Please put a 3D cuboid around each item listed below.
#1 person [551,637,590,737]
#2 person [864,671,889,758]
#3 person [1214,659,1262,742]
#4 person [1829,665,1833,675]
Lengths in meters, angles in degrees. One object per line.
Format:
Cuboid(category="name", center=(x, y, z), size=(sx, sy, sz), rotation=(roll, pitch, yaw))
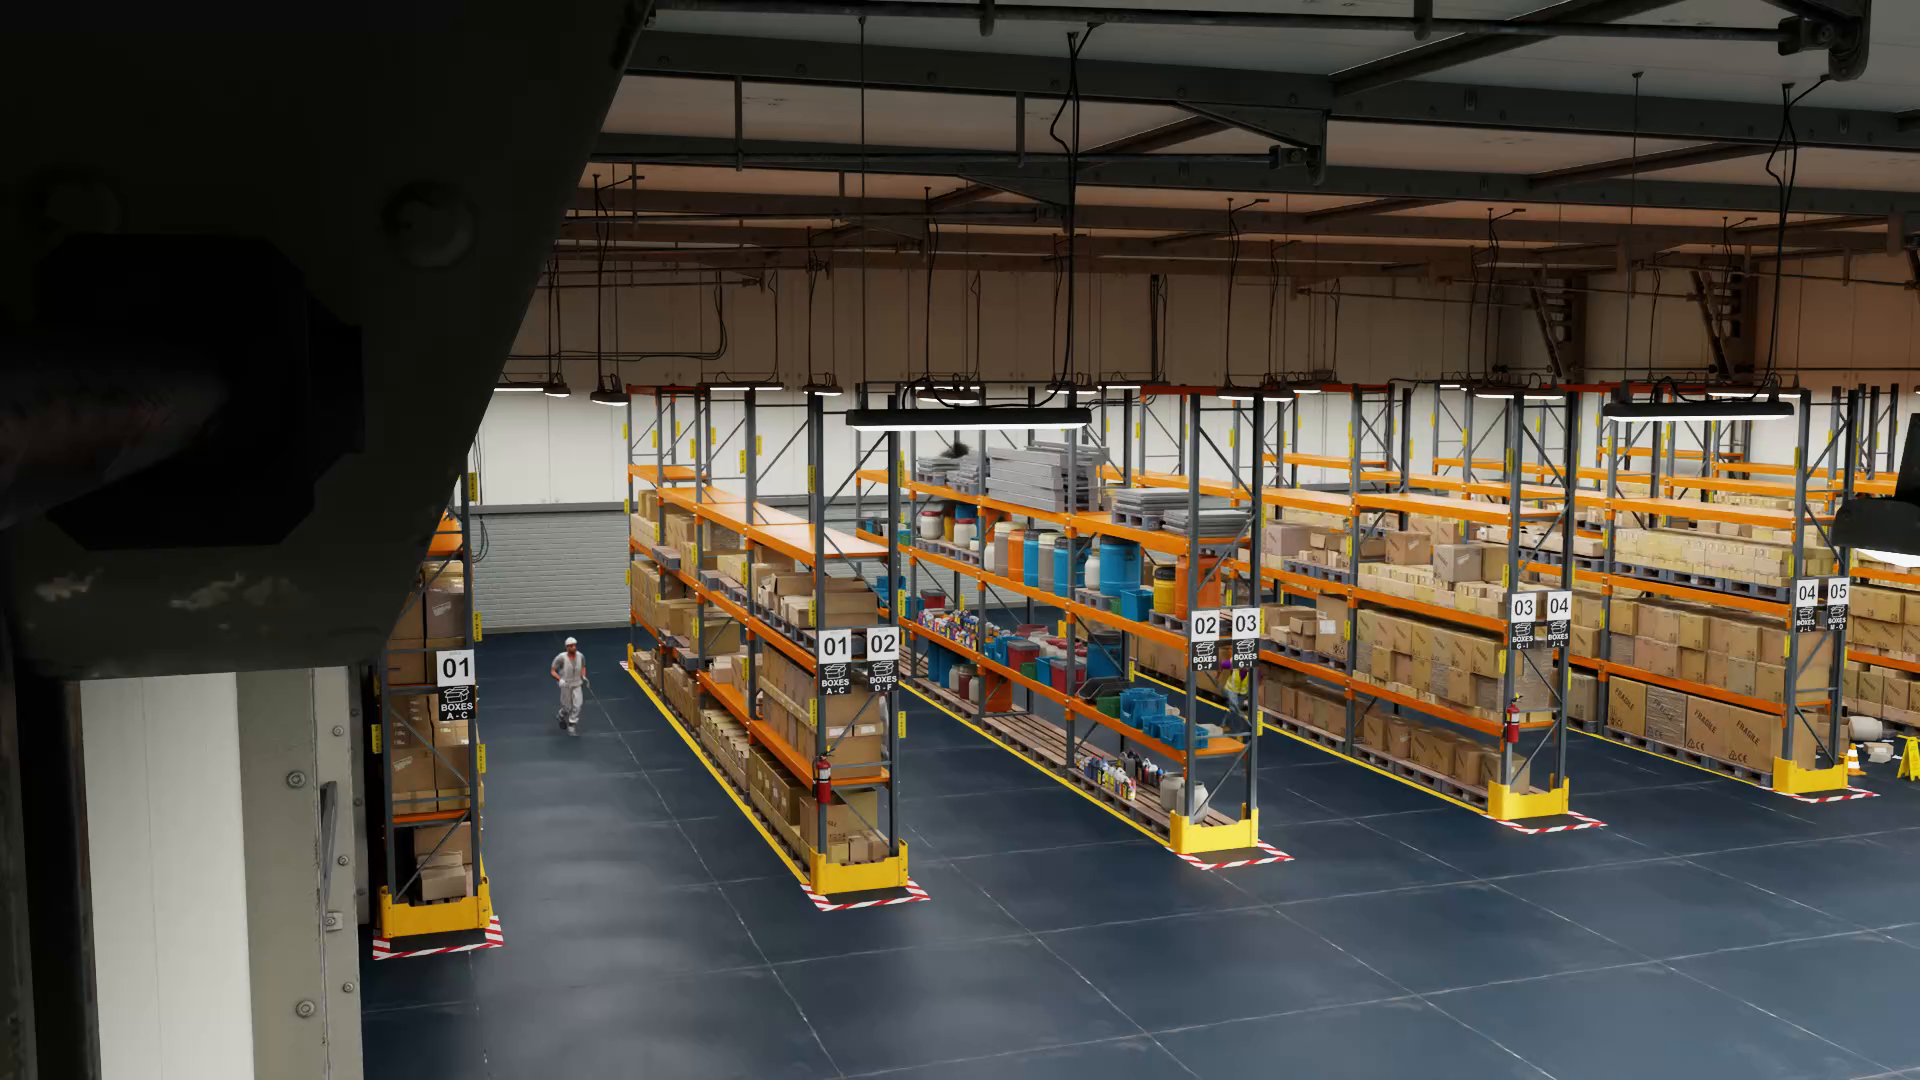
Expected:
Cuboid(category="person", center=(-6.764, 2.520, 28.720), size=(0.653, 1.733, 0.715), rotation=(-4, 7, -33))
Cuboid(category="person", center=(-1.392, 2.687, 27.100), size=(0.715, 1.731, 0.980), rotation=(-5, 8, -40))
Cuboid(category="person", center=(4.733, 2.597, 28.351), size=(0.725, 1.577, 1.101), rotation=(-1, 6, -8))
Cuboid(category="person", center=(17.105, 1.992, 33.405), size=(0.700, 1.755, 1.030), rotation=(-2, 6, -22))
